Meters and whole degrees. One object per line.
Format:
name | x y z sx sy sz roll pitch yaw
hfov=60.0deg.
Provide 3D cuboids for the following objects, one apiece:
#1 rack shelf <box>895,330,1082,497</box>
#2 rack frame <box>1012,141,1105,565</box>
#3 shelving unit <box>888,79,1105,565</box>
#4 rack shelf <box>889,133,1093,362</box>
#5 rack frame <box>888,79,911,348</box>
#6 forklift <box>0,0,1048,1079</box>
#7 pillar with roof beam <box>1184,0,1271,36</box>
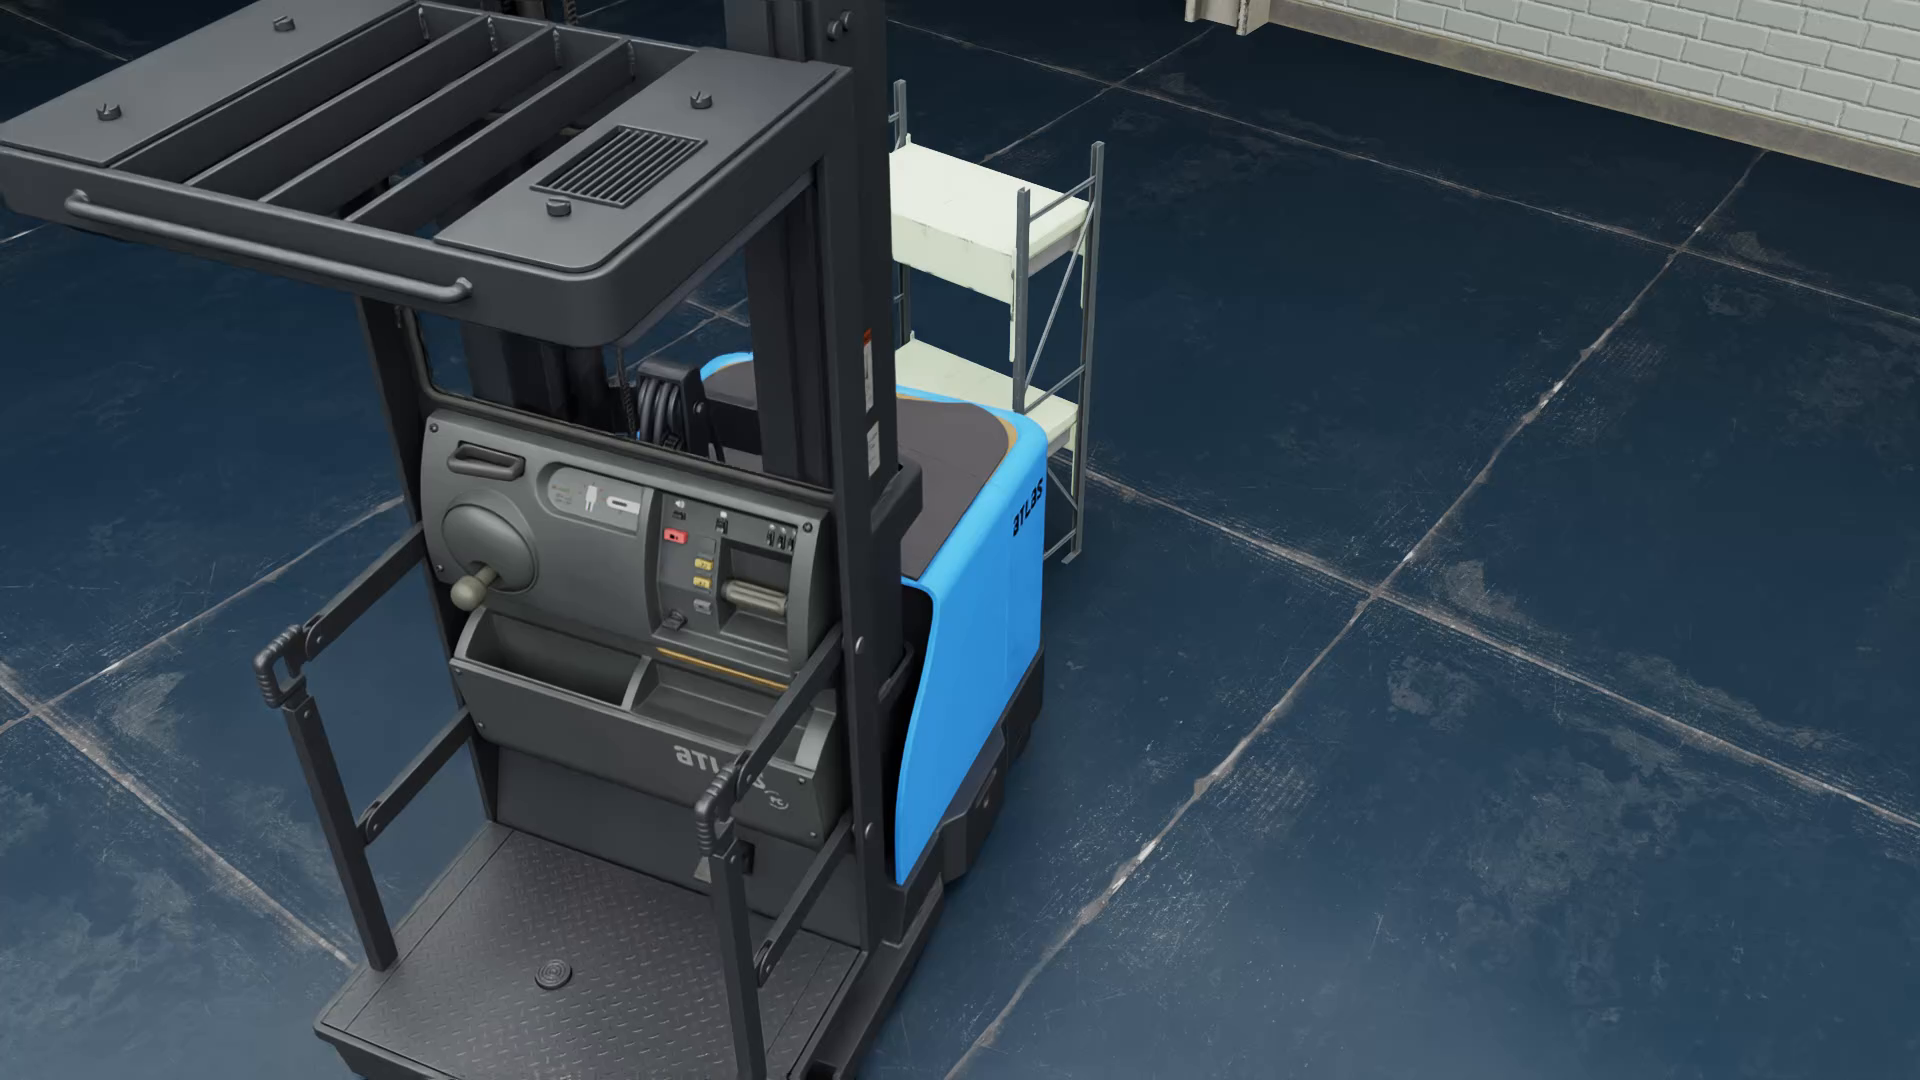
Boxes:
rack shelf | -0.005 -0.336 5.492 0.720 0.370 0.431 25 45 29
rack frame | 0.285 -0.456 5.116 0.023 1.500 0.400 25 45 29
shelving unit | -0.005 -0.593 5.291 0.755 1.500 0.431 25 45 29
rack shelf | -0.005 -0.900 5.050 0.720 0.370 0.431 25 45 29
rack frame | -0.296 -0.730 5.466 0.023 1.500 0.400 25 45 29
forklift | -0.792 0.087 3.261 1.130 2.935 3.031 15 40 18
pillar with roof beam | -1.075 -4.429 4.108 0.400 9.000 9.100 25 45 29
